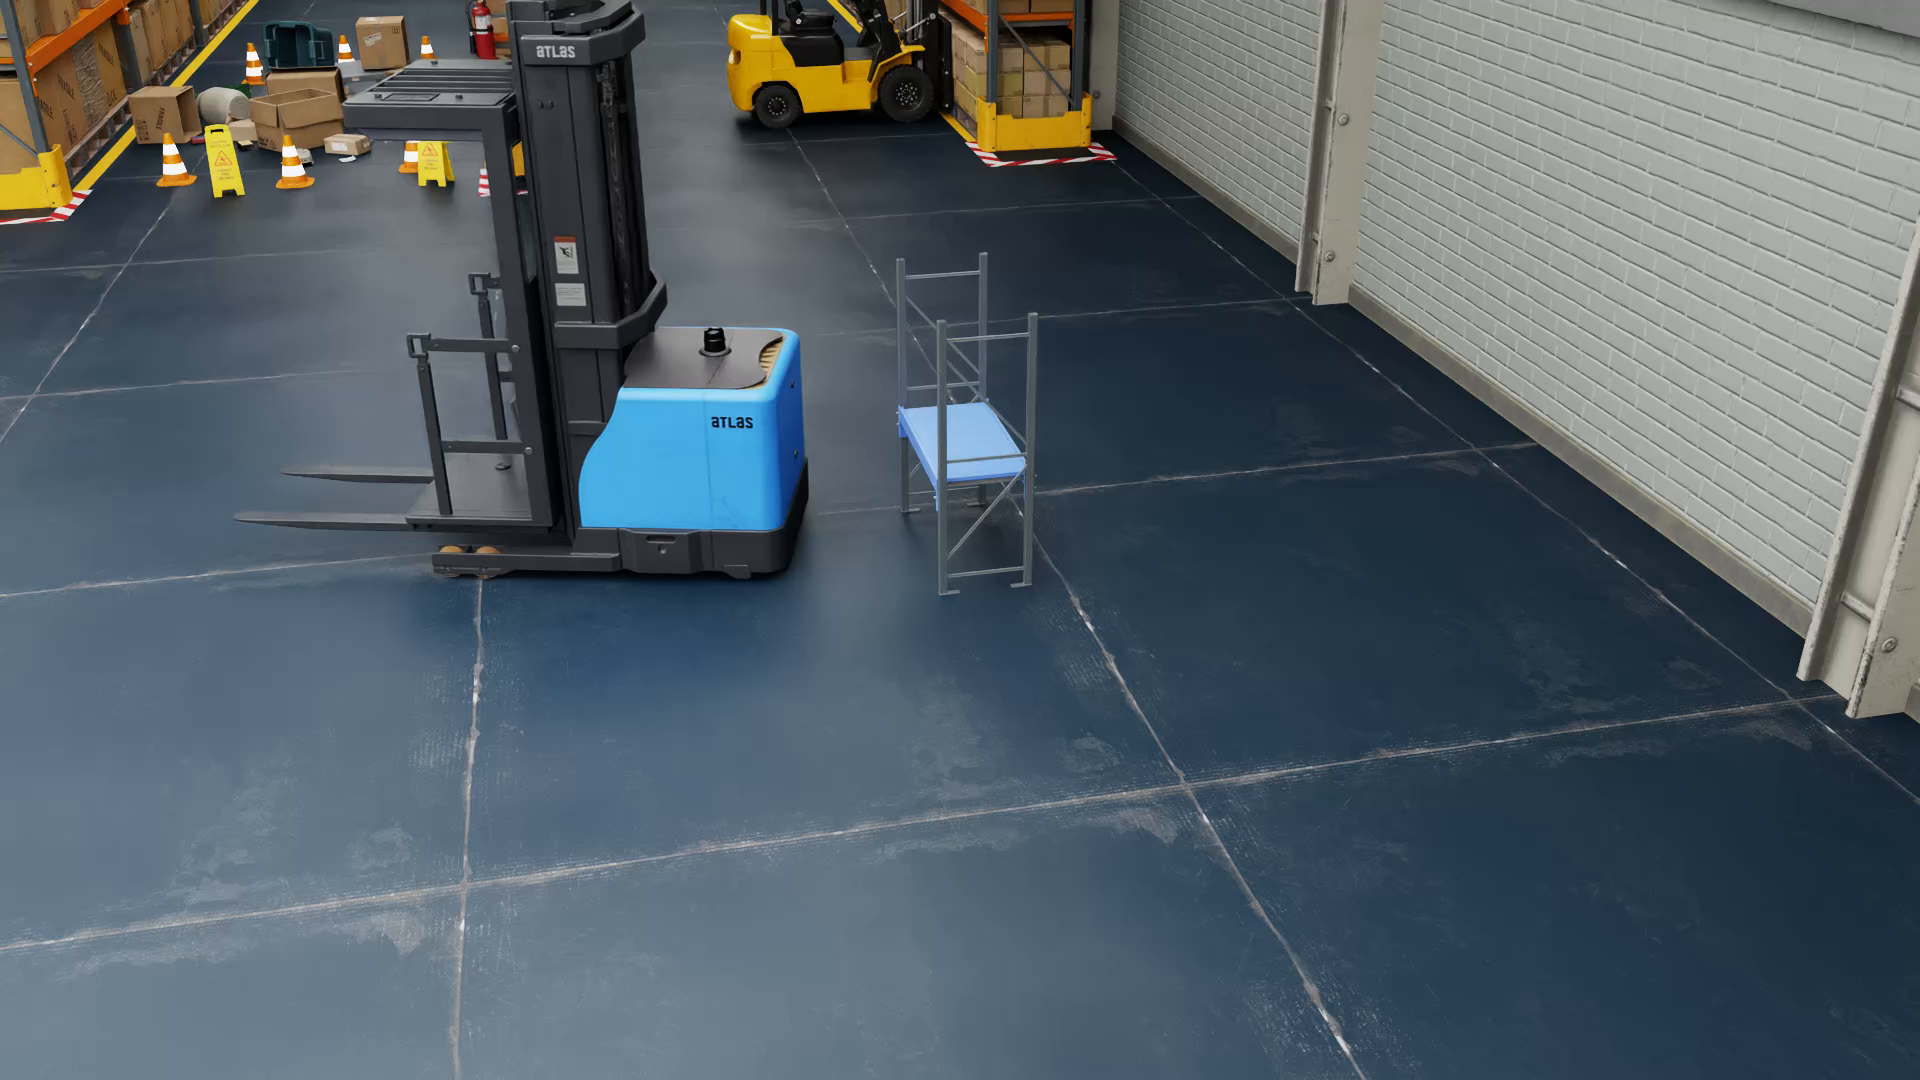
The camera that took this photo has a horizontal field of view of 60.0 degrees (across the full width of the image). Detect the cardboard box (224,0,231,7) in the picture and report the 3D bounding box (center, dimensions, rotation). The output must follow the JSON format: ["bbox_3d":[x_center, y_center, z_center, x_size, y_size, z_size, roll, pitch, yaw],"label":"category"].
[{"bbox_3d":[-10.928,-8.029,24.136,0.500,0.500,0.500,-7,28,-13],"label":"cardboard box"}]

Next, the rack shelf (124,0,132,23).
[{"bbox_3d":[-10.215,-6.752,20.097,1.077,0.370,4.000,-6,27,-12],"label":"rack shelf"}]

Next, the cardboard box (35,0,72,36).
[{"bbox_3d":[-9.139,-5.163,15.983,0.875,0.550,0.550,-6,27,-12],"label":"cardboard box"}]

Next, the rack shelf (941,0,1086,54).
[{"bbox_3d":[0.322,-6.049,18.704,1.077,0.370,4.000,-6,27,-12],"label":"rack shelf"}]

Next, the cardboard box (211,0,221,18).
[{"bbox_3d":[-10.693,-7.580,23.247,0.500,0.500,0.500,-6,27,-11],"label":"cardboard box"}]

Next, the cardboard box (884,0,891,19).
[{"bbox_3d":[-0.596,-7.275,22.503,0.875,0.625,0.625,-7,28,-14],"label":"cardboard box"}]

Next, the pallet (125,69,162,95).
[{"bbox_3d":[-10.011,-5.282,19.480,1.003,0.211,1.213,-6,27,-12],"label":"pallet"}]

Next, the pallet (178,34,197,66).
[{"bbox_3d":[-10.561,-6.353,21.602,1.003,0.211,1.213,-6,27,-12],"label":"pallet"}]

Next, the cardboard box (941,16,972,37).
[{"bbox_3d":[0.014,-5.736,18.762,0.500,0.250,0.500,-7,28,-13],"label":"cardboard box"}]

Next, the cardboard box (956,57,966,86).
[{"bbox_3d":[0.256,-5.079,18.013,0.500,0.250,0.500,-6,27,-12],"label":"cardboard box"}]

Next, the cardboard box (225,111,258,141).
[{"bbox_3d":[-7.582,-4.407,17.687,0.396,0.266,0.258,-1,27,-3],"label":"cardboard box"}]

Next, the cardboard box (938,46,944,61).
[{"bbox_3d":[0.010,-5.523,18.894,0.500,0.250,0.500,-6,27,-12],"label":"cardboard box"}]

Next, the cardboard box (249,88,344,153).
[{"bbox_3d":[-6.925,-4.386,17.381,0.637,0.503,0.797,19,32,32],"label":"cardboard box"}]

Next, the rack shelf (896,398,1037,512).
[{"bbox_3d":[0.019,-0.472,8.919,0.538,0.185,1.000,-6,27,-12],"label":"rack shelf"}]

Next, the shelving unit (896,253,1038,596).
[{"bbox_3d":[0.019,-0.632,8.838,0.538,1.500,1.048,-6,27,-12],"label":"shelving unit"}]

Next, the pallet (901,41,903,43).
[{"bbox_3d":[-0.333,-6.323,21.543,1.003,0.211,1.213,-6,27,-12],"label":"pallet"}]

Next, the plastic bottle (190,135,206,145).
[{"bbox_3d":[-7.971,-4.238,17.578,0.283,0.061,0.133,-16,31,-29],"label":"plastic bottle"}]

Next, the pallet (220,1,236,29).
[{"bbox_3d":[-11.111,-7.584,24.042,1.003,0.211,1.213,-6,27,-12],"label":"pallet"}]

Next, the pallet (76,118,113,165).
[{"bbox_3d":[-9.390,-4.072,17.084,1.003,0.211,1.213,-6,27,-12],"label":"pallet"}]

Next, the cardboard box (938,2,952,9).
[{"bbox_3d":[-0.220,-6.185,19.650,0.500,0.250,0.500,-6,27,-12],"label":"cardboard box"}]

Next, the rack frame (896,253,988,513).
[{"bbox_3d":[-0.095,-0.855,9.280,0.500,1.500,0.032,-6,27,-12],"label":"rack frame"}]

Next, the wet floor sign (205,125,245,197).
[{"bbox_3d":[-6.927,-3.577,15.620,0.267,0.644,0.232,-11,29,-20],"label":"wet floor sign"}]

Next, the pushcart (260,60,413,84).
[{"bbox_3d":[-7.174,-5.318,19.368,1.648,0.377,0.936,-16,31,-29],"label":"pushcart"}]

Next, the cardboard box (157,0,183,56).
[{"bbox_3d":[-10.415,-6.475,20.780,1.050,0.750,0.750,-6,27,-11],"label":"cardboard box"}]

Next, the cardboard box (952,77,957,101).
[{"bbox_3d":[0.152,-5.066,18.544,0.500,0.250,0.500,-6,27,-11],"label":"cardboard box"}]

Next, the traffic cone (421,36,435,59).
[{"bbox_3d":[-6.607,-6.012,20.648,0.336,0.463,0.334,-6,27,-12],"label":"traffic cone"}]

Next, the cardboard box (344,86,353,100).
[{"bbox_3d":[-6.871,-4.946,18.755,0.396,0.266,0.258,19,32,32],"label":"cardboard box"}]

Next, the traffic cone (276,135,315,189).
[{"bbox_3d":[-6.421,-3.650,15.968,0.336,0.463,0.334,-6,27,-12],"label":"traffic cone"}]

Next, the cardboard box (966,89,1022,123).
[{"bbox_3d":[0.359,-4.626,17.672,0.500,0.250,0.500,-6,27,-11],"label":"cardboard box"}]

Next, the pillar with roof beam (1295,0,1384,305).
[{"bbox_3d":[-1.348,-5.496,10.153,9.100,9.000,0.400,-6,27,-12],"label":"pillar with roof beam"}]

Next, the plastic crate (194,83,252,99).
[{"bbox_3d":[-8.448,-5.023,18.929,0.450,0.188,0.662,-2,25,20],"label":"plastic crate"}]

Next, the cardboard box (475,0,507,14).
[{"bbox_3d":[-4.453,-5.374,16.128,0.500,0.500,0.500,-6,27,-13],"label":"cardboard box"}]

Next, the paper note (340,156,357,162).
[{"bbox_3d":[-6.215,-3.874,16.891,0.148,0.019,0.142,-16,31,-29],"label":"paper note"}]

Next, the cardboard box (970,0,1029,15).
[{"bbox_3d":[0.406,-5.726,17.155,0.500,0.500,0.500,-7,28,-13],"label":"cardboard box"}]

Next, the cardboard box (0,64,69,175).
[{"bbox_3d":[-9.080,-3.969,15.677,0.875,0.875,0.875,-6,27,-11],"label":"cardboard box"}]

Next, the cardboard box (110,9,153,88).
[{"bbox_3d":[-9.991,-5.642,19.130,1.050,0.750,0.750,-6,27,-12],"label":"cardboard box"}]

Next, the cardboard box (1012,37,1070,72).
[{"bbox_3d":[0.849,-5.129,17.558,0.500,0.250,0.500,-6,27,-12],"label":"cardboard box"}]

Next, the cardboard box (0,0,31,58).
[{"bbox_3d":[-8.990,-4.665,14.997,0.875,0.550,0.550,-6,27,-12],"label":"cardboard box"}]

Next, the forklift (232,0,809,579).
[{"bbox_3d":[-2.405,-1.340,8.652,3.031,2.935,1.130,1,27,3],"label":"forklift"}]

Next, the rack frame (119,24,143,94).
[{"bbox_3d":[-9.764,-6.195,18.196,1.000,3.000,0.127,-6,27,-12],"label":"rack frame"}]

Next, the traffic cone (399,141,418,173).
[{"bbox_3d":[-5.416,-3.912,16.487,0.336,0.463,0.334,-6,27,-12],"label":"traffic cone"}]

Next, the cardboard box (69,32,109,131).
[{"bbox_3d":[-9.483,-4.756,17.236,0.875,0.875,0.875,-6,27,-11],"label":"cardboard box"}]

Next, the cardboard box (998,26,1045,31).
[{"bbox_3d":[0.630,-5.568,18.429,0.500,0.250,0.500,-6,27,-12],"label":"cardboard box"}]

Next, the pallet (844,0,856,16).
[{"bbox_3d":[-1.162,-8.091,25.046,1.003,0.211,1.213,-6,27,-12],"label":"pallet"}]

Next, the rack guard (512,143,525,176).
[{"bbox_3d":[-4.080,-3.904,16.430,1.175,0.500,0.348,-6,27,-12],"label":"rack guard"}]

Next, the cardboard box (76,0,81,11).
[{"bbox_3d":[-9.516,-5.614,16.876,0.875,0.550,0.550,-6,27,-12],"label":"cardboard box"}]

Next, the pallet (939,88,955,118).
[{"bbox_3d":[0.288,-5.113,19.146,1.003,0.211,1.213,-6,27,-12],"label":"pallet"}]

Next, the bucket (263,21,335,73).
[{"bbox_3d":[-7.487,-5.587,18.936,0.726,0.611,0.620,3,17,6],"label":"bucket"}]

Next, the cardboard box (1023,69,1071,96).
[{"bbox_3d":[0.869,-4.903,17.665,0.500,0.250,0.500,-5,27,-11],"label":"cardboard box"}]

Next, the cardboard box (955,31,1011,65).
[{"bbox_3d":[0.244,-5.293,17.883,0.500,0.250,0.500,-5,27,-11],"label":"cardboard box"}]

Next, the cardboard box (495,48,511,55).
[{"bbox_3d":[-4.645,-5.050,16.960,0.380,0.149,0.250,-5,27,-10],"label":"cardboard box"}]

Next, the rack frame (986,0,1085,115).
[{"bbox_3d":[0.773,-5.492,16.802,1.000,3.000,0.127,-6,27,-12],"label":"rack frame"}]

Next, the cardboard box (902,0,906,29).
[{"bbox_3d":[-0.257,-6.603,21.173,0.875,0.625,0.625,-5,27,-9],"label":"cardboard box"}]

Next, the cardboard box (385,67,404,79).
[{"bbox_3d":[-6.048,-5.019,18.636,0.500,0.500,0.500,13,30,24],"label":"cardboard box"}]

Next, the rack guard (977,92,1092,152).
[{"bbox_3d":[0.778,-4.366,17.345,1.175,0.500,0.348,-6,27,-12],"label":"rack guard"}]

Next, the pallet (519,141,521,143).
[{"bbox_3d":[-4.228,-4.135,17.209,1.003,0.211,1.213,-6,27,-12],"label":"pallet"}]
